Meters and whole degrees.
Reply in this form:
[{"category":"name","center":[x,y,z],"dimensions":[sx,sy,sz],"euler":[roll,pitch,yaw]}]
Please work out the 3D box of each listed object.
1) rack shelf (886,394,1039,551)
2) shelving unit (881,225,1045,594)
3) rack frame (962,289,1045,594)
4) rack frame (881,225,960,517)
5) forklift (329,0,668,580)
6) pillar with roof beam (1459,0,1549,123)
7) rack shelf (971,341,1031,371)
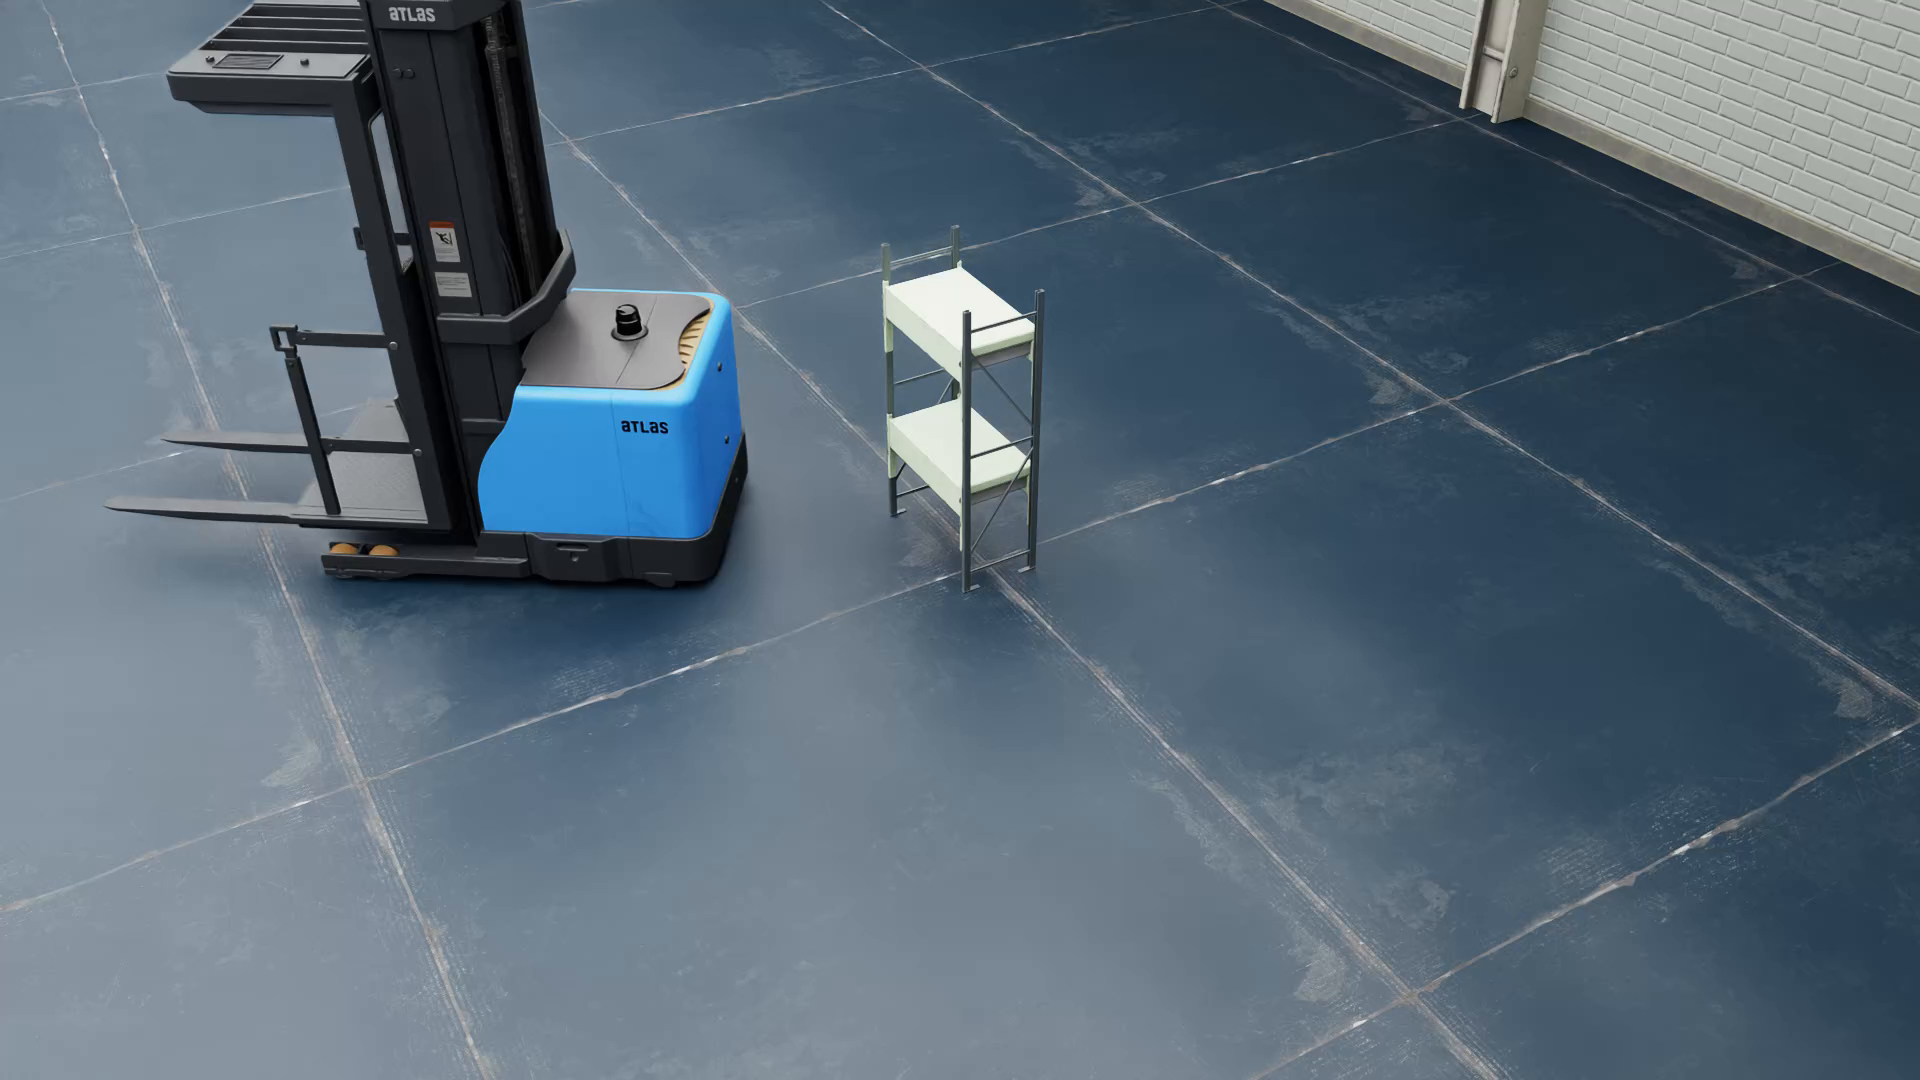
[{"category":"rack shelf","center":[-7.375,-7.749,18.343],"dimensions":[6.000,0.609,30.141],"euler":[-19,40,-24]},{"category":"shelving unit","center":[-7.371,-8.104,18.074],"dimensions":[6.000,1.500,30.159],"euler":[-19,40,-24]},{"category":"rack frame","center":[0.187,-0.416,7.547],"dimensions":[0.400,1.500,0.023],"euler":[-19,40,-24]},{"category":"rack frame","center":[-0.181,-0.789,8.059],"dimensions":[0.400,1.500,0.023],"euler":[-19,40,-24]},{"category":"forklift","center":[-11.707,-13.380,18.930],"dimensions":[23.333,9.011,32.329],"euler":[2,36,3]},{"category":"pillar with roof beam","center":[0.356,-5.649,8.354],"dimensions":[9.100,9.000,0.400],"euler":[-19,40,-24]},{"category":"rack shelf","center":[0.003,-0.975,7.531],"dimensions":[0.332,0.071,0.664],"euler":[-19,40,-24]}]
